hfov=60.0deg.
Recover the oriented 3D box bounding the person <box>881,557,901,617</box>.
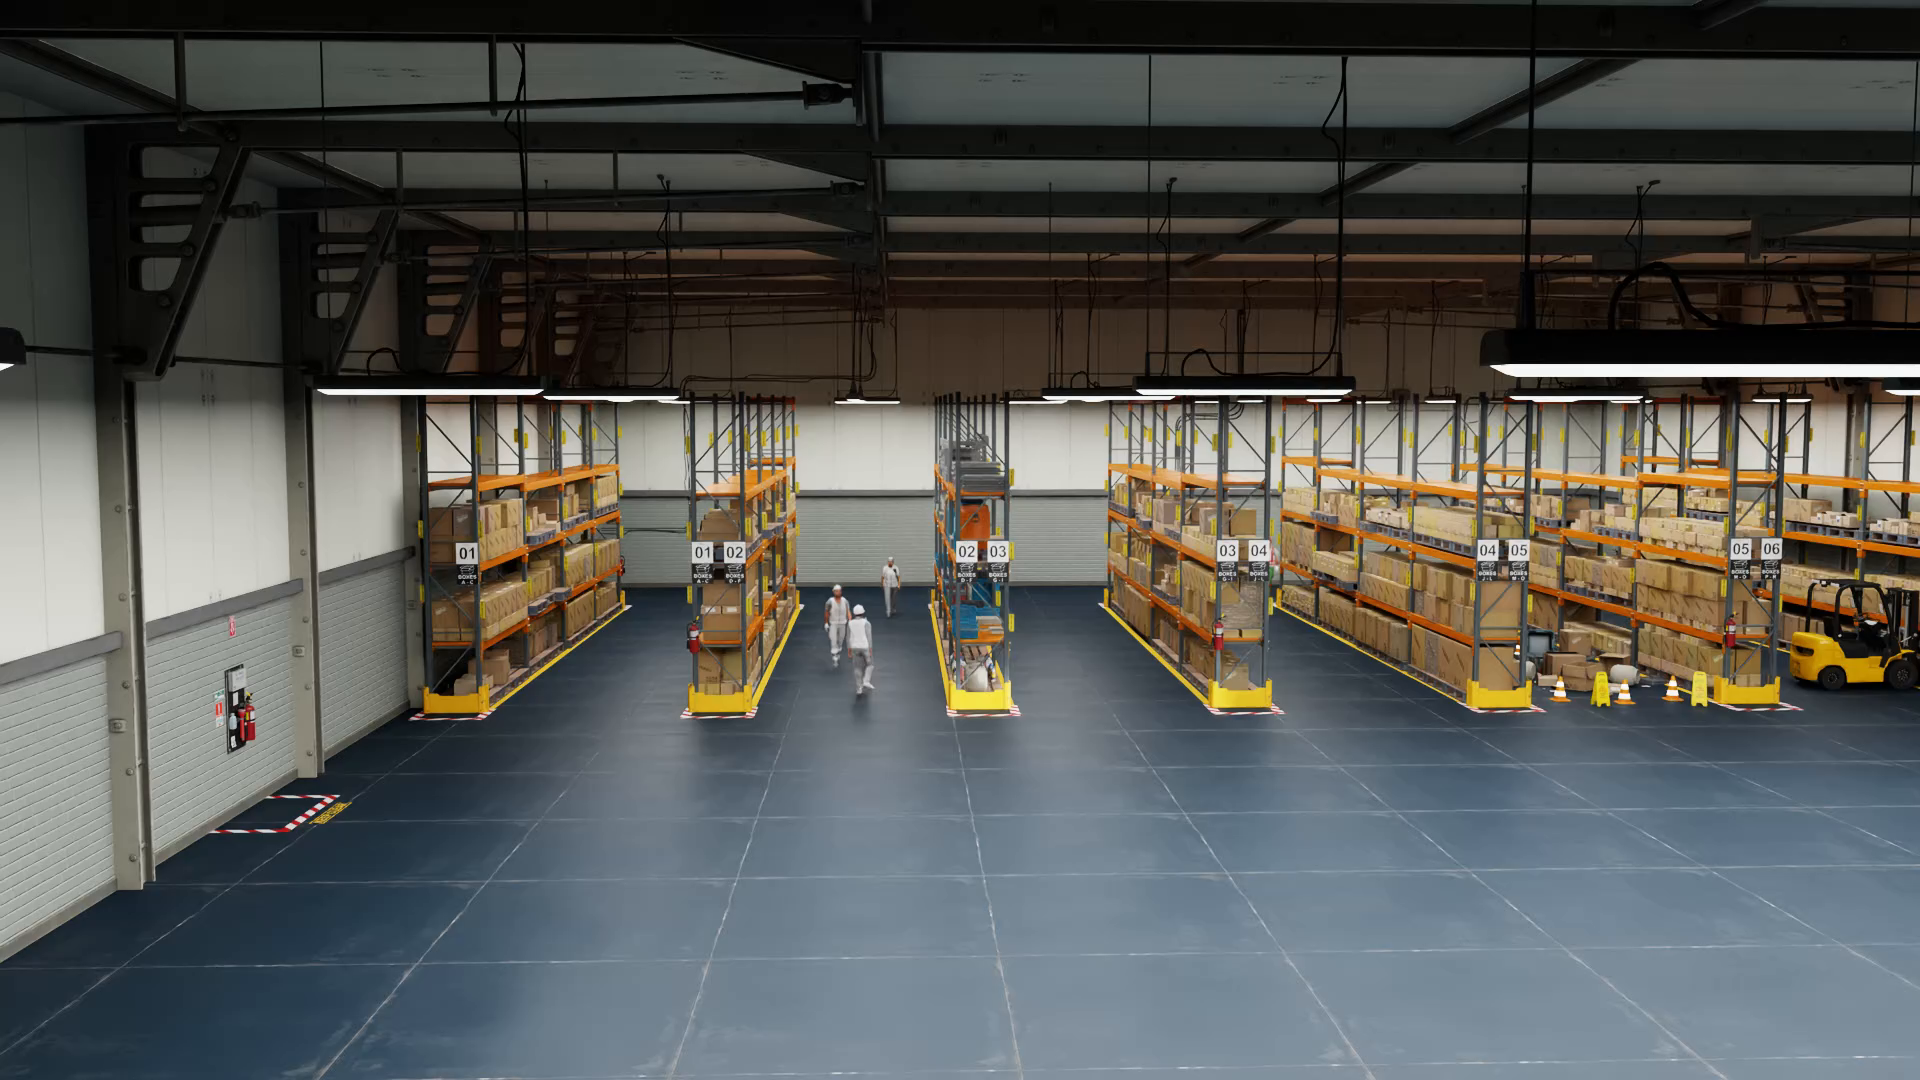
[{"bbox_3d":[-1.887,1.265,45.466,0.519,1.602,1.034,0,5,-5],"label":"person"}]

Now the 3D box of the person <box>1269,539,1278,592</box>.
[{"bbox_3d":[9.351,0.800,50.463,0.570,1.728,1.136,2,5,28],"label":"person"}]

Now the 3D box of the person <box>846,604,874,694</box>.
[{"bbox_3d":[-1.999,2.174,33.232,0.579,1.760,0.478,1,5,8],"label":"person"}]

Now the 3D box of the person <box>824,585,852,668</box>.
[{"bbox_3d":[-2.667,1.880,36.811,0.622,1.748,0.969,-1,5,-15],"label":"person"}]
